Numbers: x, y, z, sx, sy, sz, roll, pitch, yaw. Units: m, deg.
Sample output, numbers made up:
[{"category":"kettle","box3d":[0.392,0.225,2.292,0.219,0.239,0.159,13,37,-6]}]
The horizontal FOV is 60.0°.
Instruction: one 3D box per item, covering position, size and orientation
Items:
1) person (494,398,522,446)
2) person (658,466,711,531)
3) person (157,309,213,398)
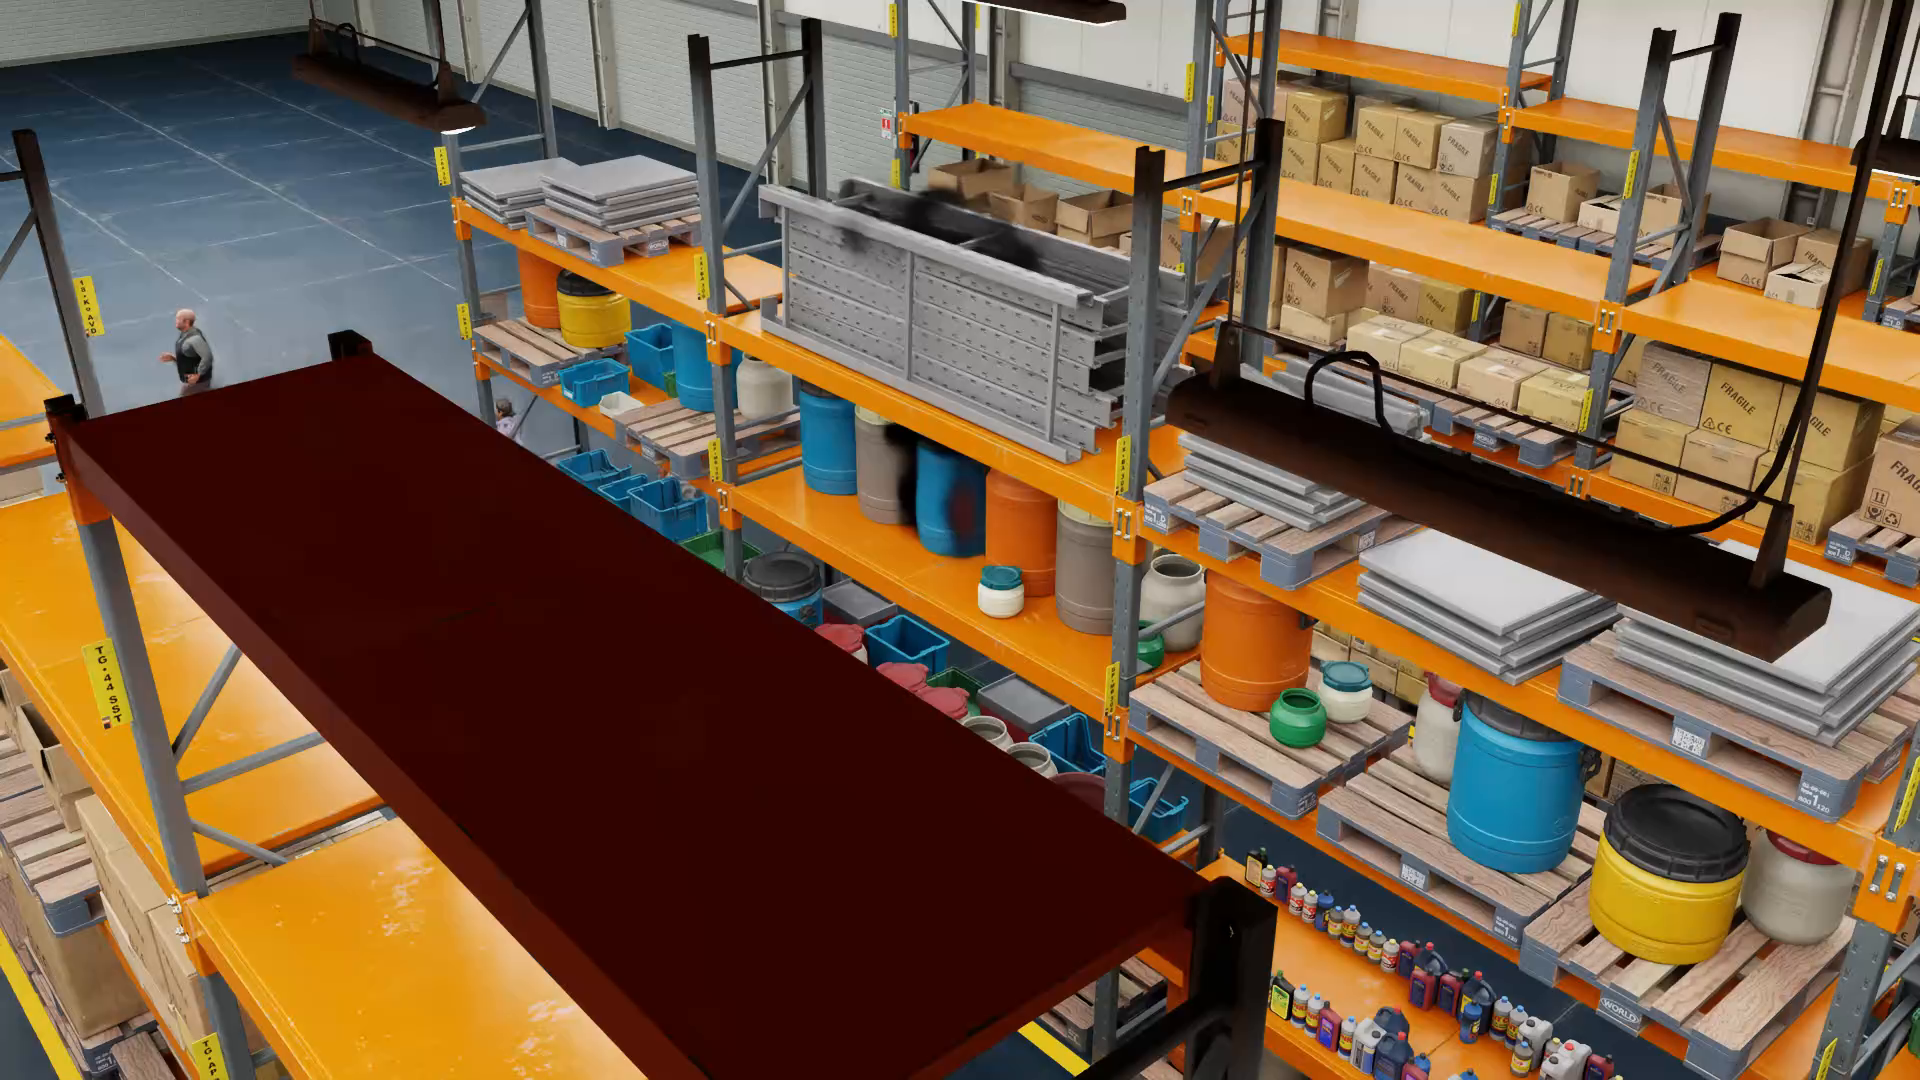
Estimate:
[{"category":"person","box3d":[-4.585,-0.722,17.254,0.734,1.624,0.620,-2,27,-5]},{"category":"person","box3d":[-2.808,-0.629,16.904,0.662,1.758,0.697,23,35,37]},{"category":"person","box3d":[-8.947,-1.858,19.346,0.638,1.686,0.638,-10,29,-19]}]
